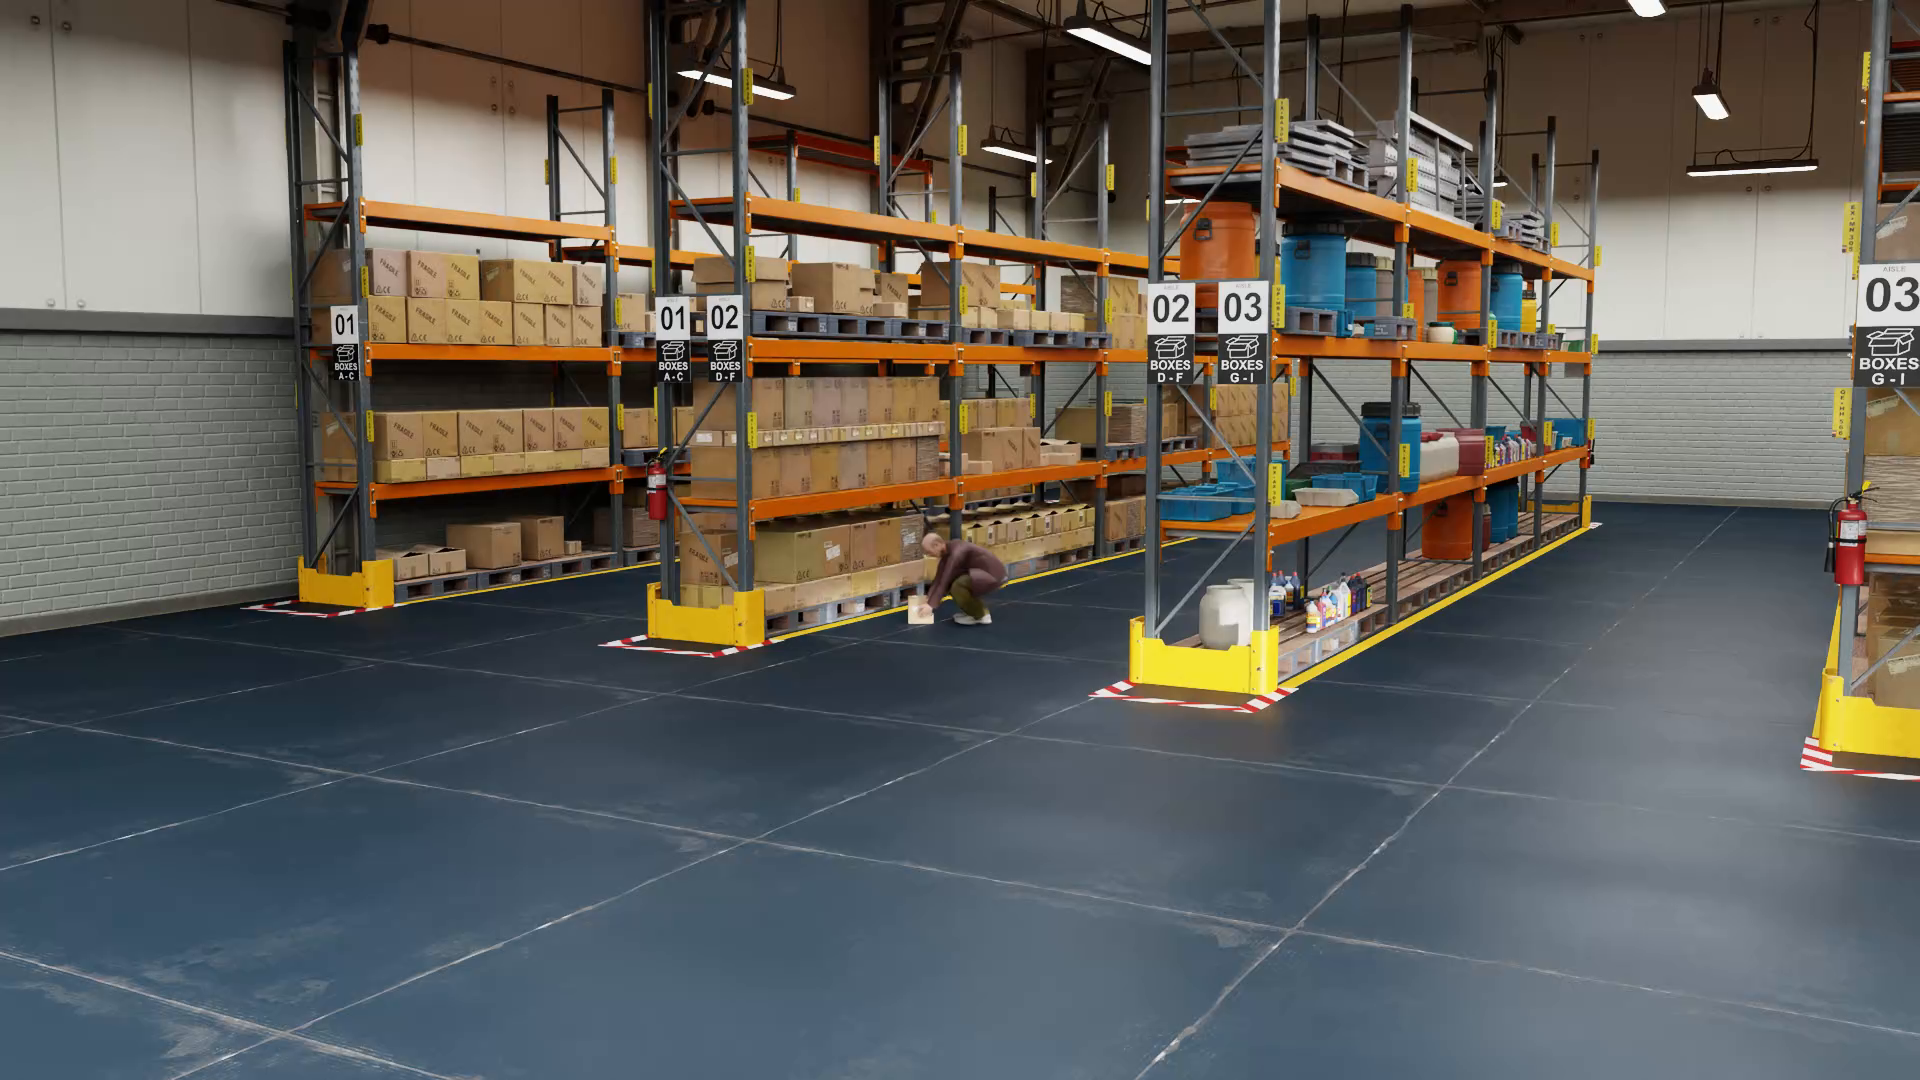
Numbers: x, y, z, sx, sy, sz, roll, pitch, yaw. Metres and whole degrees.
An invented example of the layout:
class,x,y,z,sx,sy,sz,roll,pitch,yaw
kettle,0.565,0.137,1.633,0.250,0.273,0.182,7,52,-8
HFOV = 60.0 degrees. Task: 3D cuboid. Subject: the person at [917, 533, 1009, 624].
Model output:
class,x,y,z,sx,sy,sz,roll,pitch,yaw
person,0.019,0.383,16.648,0.939,0.900,0.593,0,6,-3
